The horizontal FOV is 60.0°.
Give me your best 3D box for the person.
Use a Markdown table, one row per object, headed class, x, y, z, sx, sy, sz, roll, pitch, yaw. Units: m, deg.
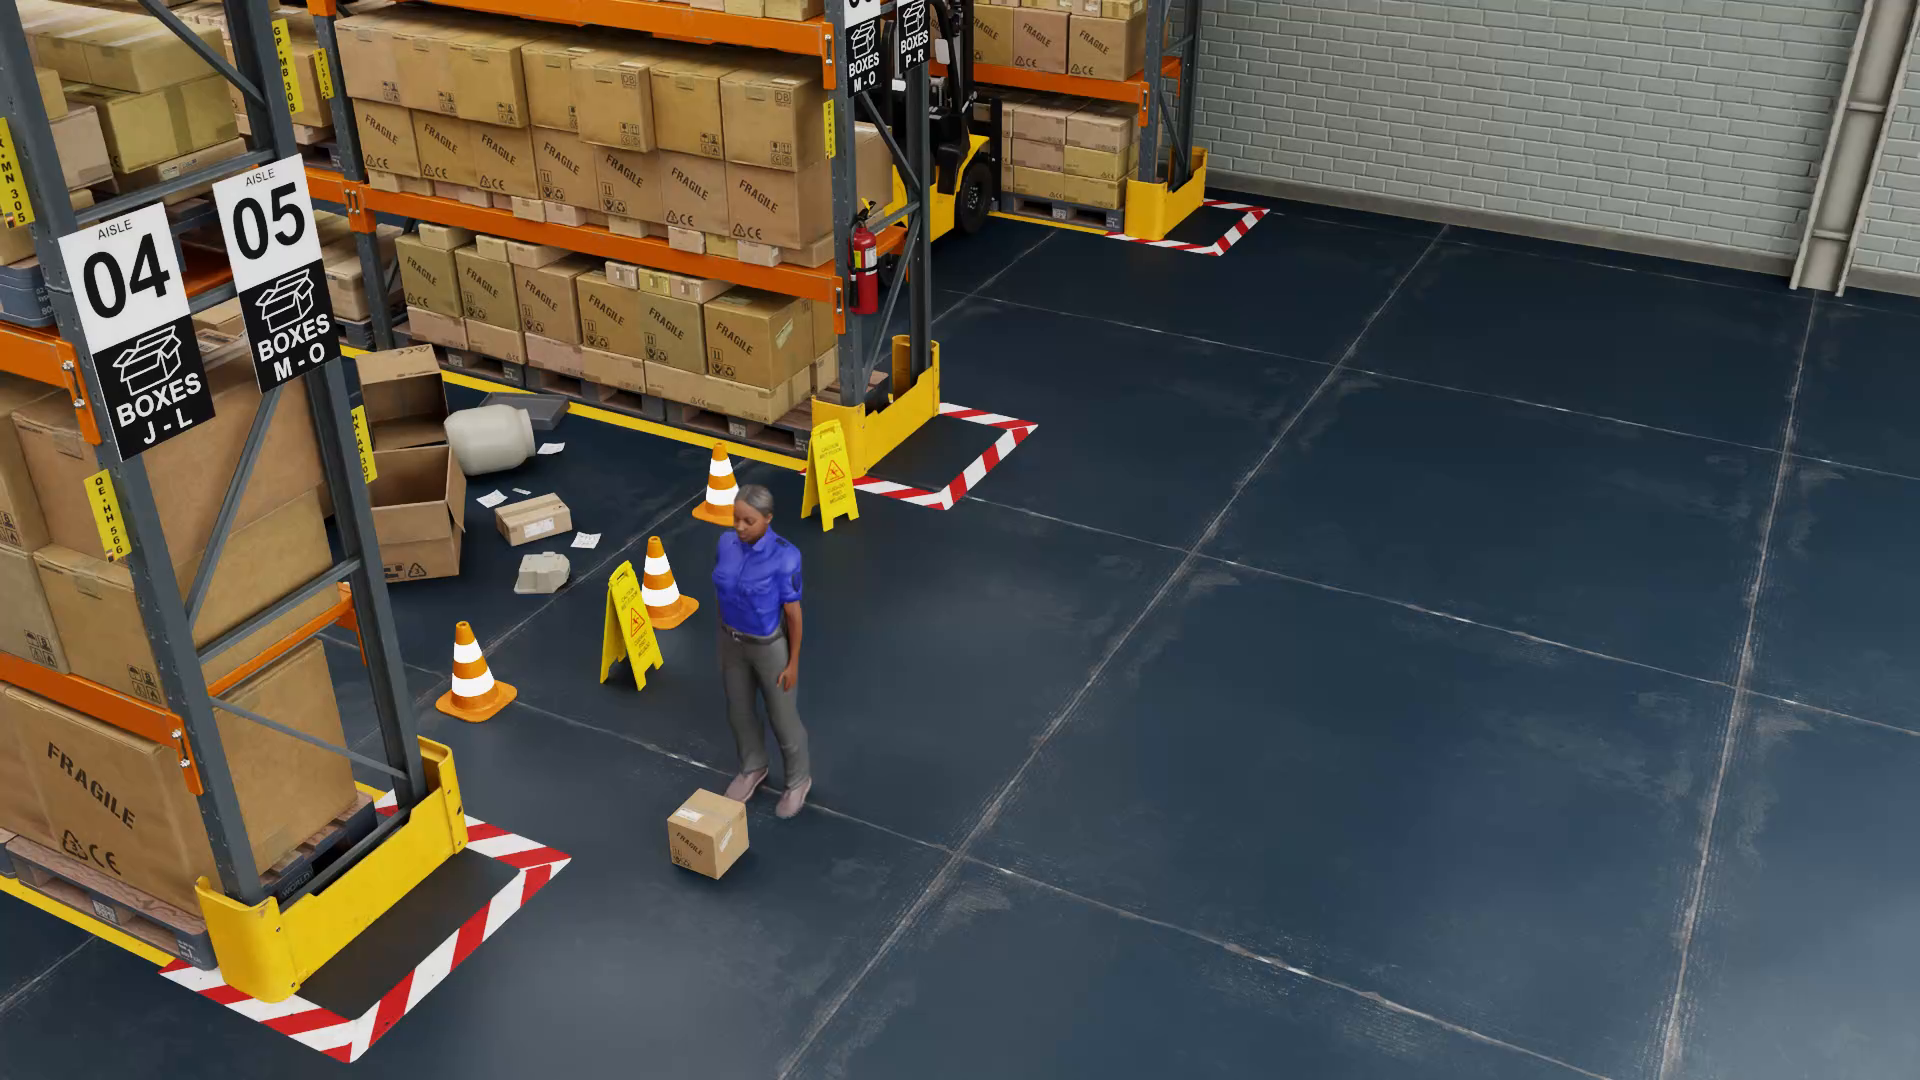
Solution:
| class | x | y | z | sx | sy | sz | roll | pitch | yaw |
| --- | --- | --- | --- | --- | --- | --- | --- | --- | --- |
| person | -0.893 | 0.502 | 7.452 | 0.438 | 1.680 | 0.316 | 15 | 34 | 24 |
